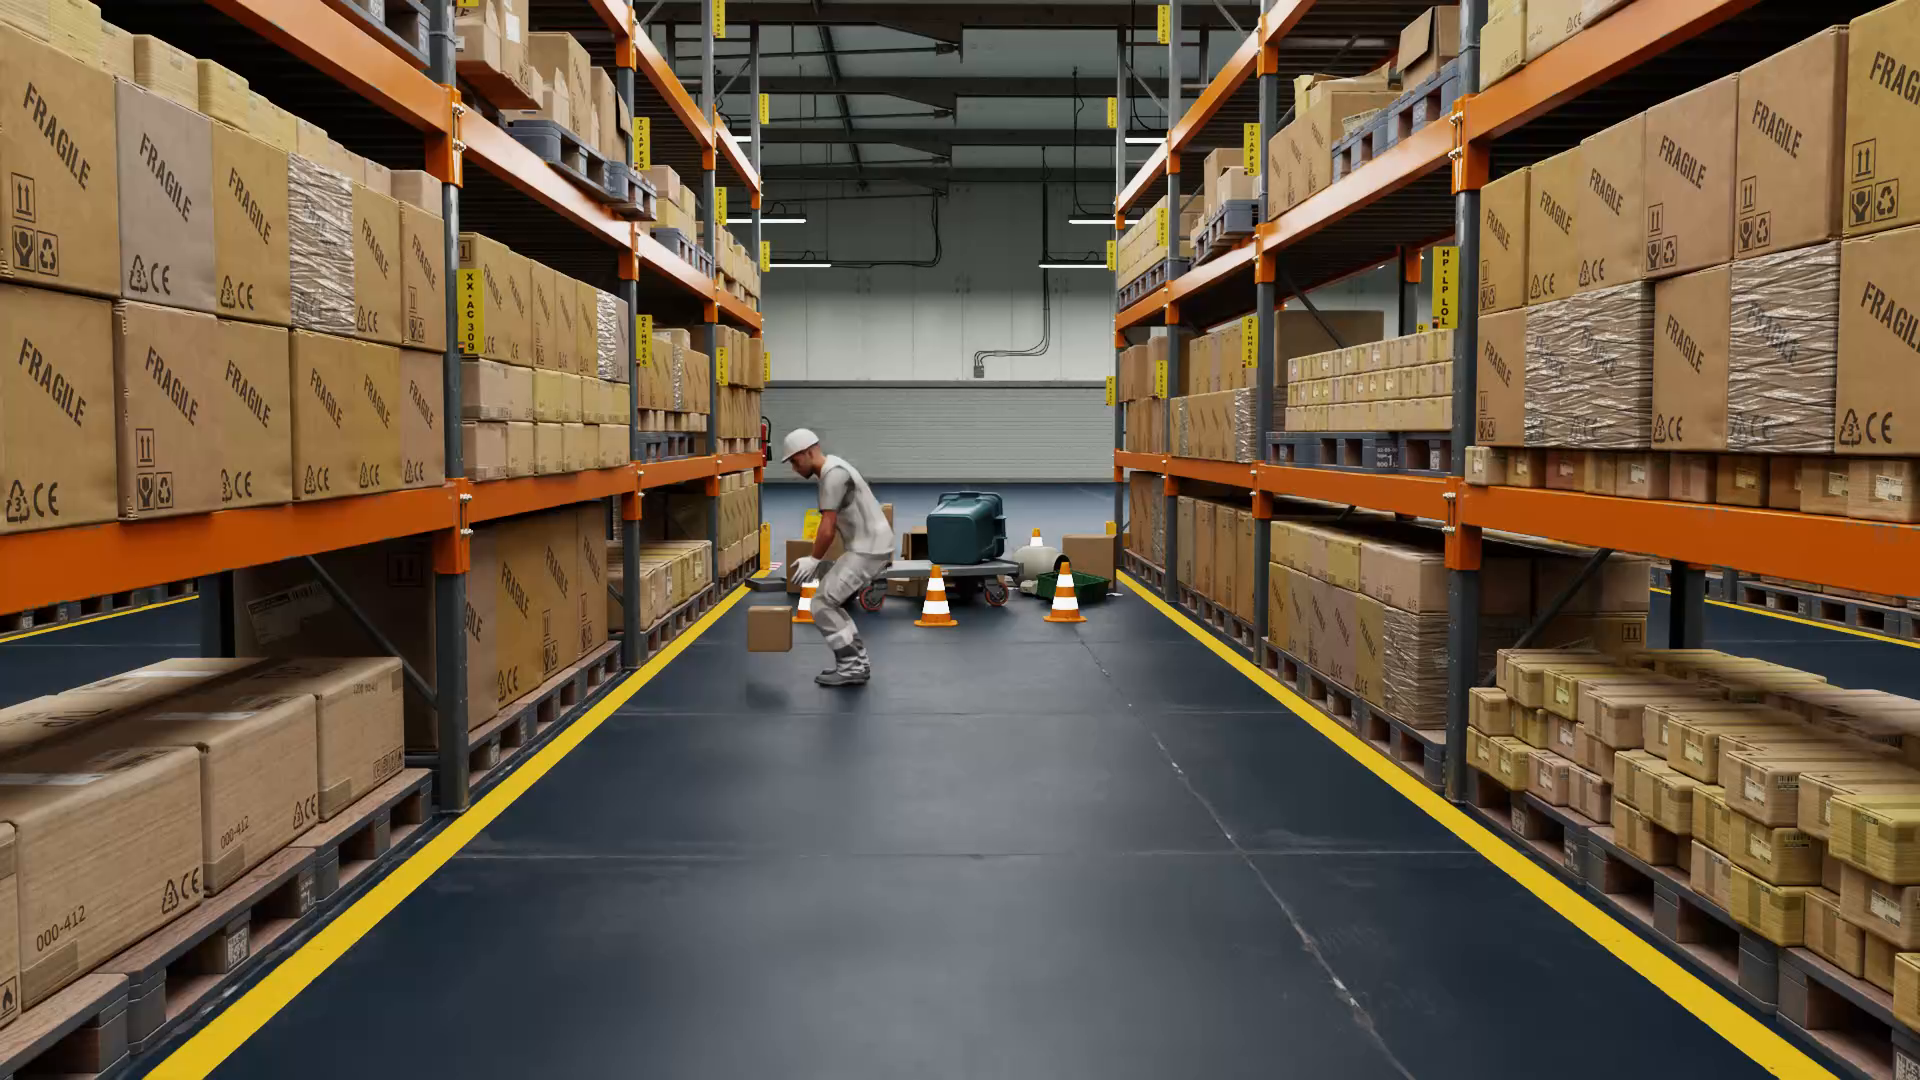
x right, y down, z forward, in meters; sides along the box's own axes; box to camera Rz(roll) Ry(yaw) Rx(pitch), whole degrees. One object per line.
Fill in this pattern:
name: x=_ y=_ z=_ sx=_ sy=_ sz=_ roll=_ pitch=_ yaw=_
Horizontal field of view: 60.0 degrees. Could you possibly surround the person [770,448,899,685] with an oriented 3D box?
person: x=-0.751 y=0.156 z=9.986 sx=0.765 sy=1.414 sz=0.584 roll=0 pitch=4 yaw=-1
